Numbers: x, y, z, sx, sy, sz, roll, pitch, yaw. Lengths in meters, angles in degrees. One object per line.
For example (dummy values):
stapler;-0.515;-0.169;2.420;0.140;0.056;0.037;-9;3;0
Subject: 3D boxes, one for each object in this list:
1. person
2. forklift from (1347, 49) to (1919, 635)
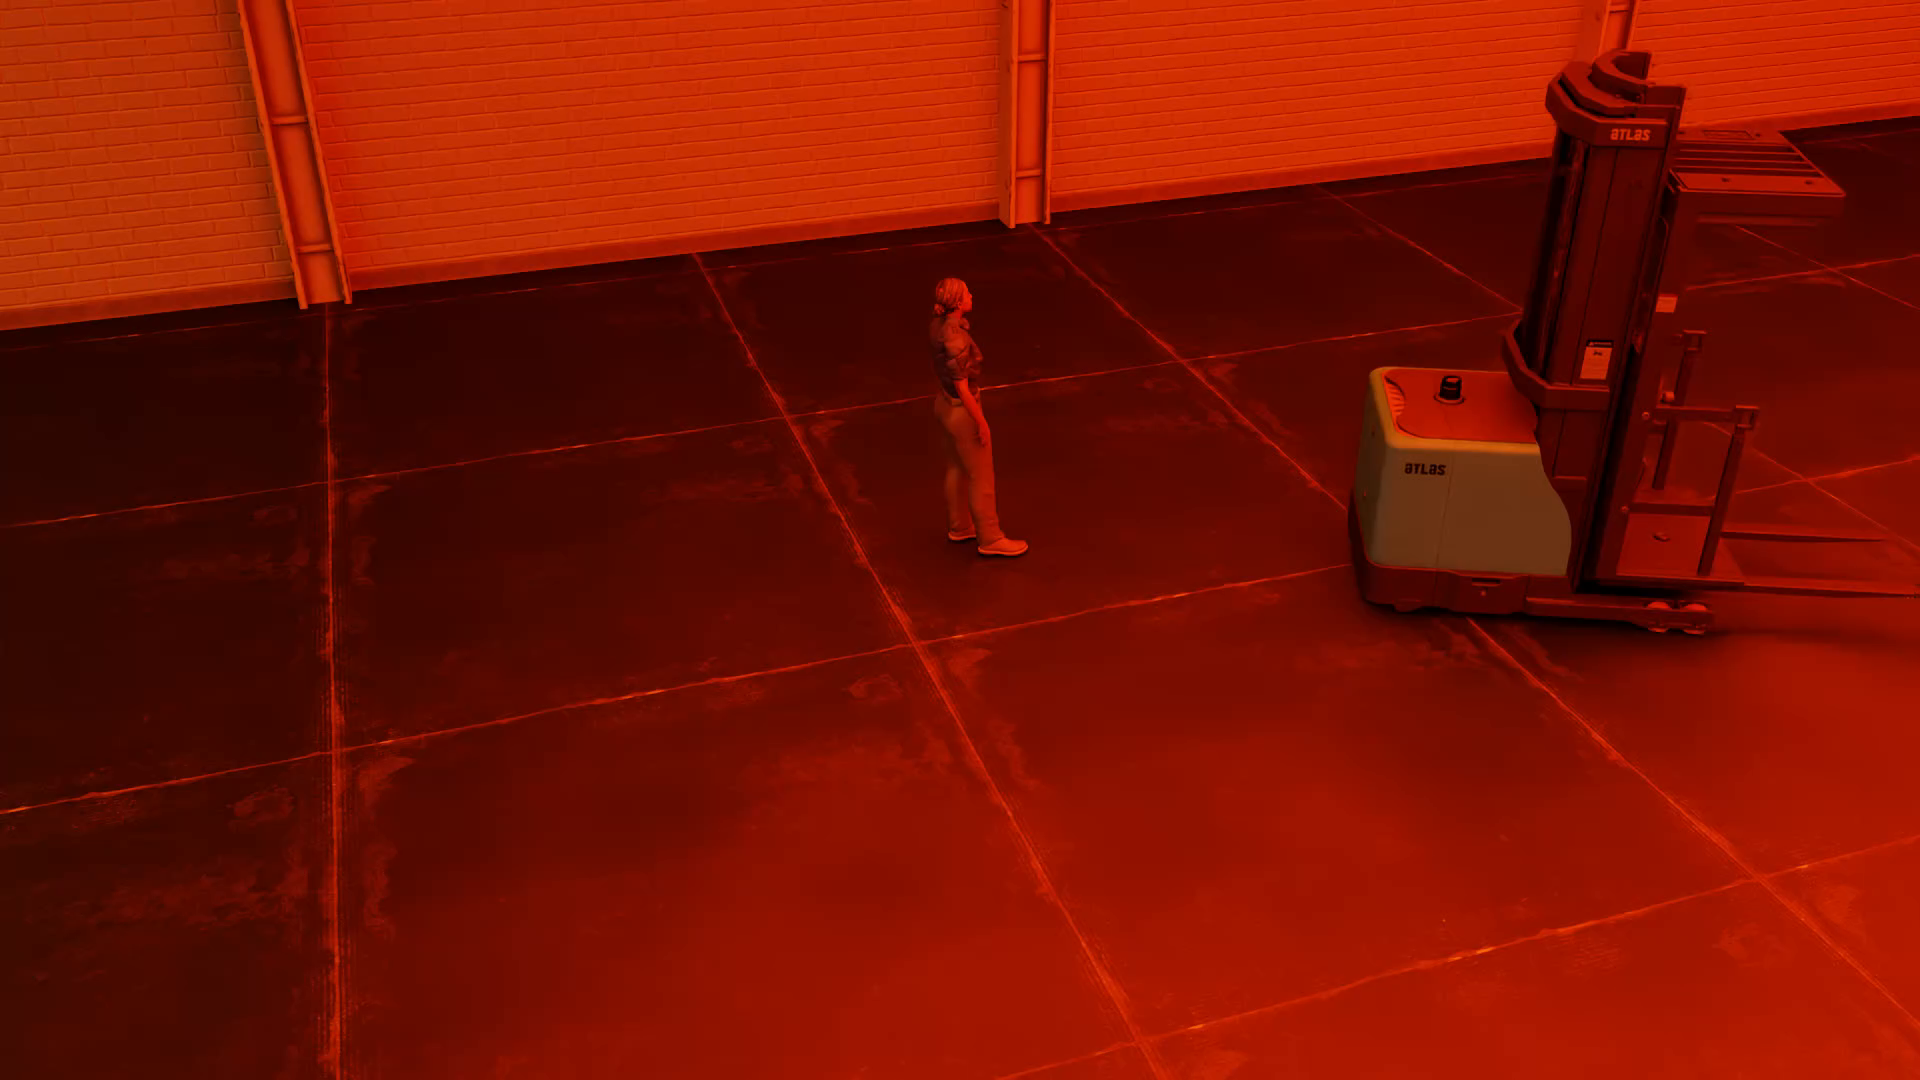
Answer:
person;0.089;-0.728;9.618;0.503;1.656;0.570;-10;31;-16
forklift;3.806;-1.032;8.881;3.031;2.935;1.130;3;30;6
